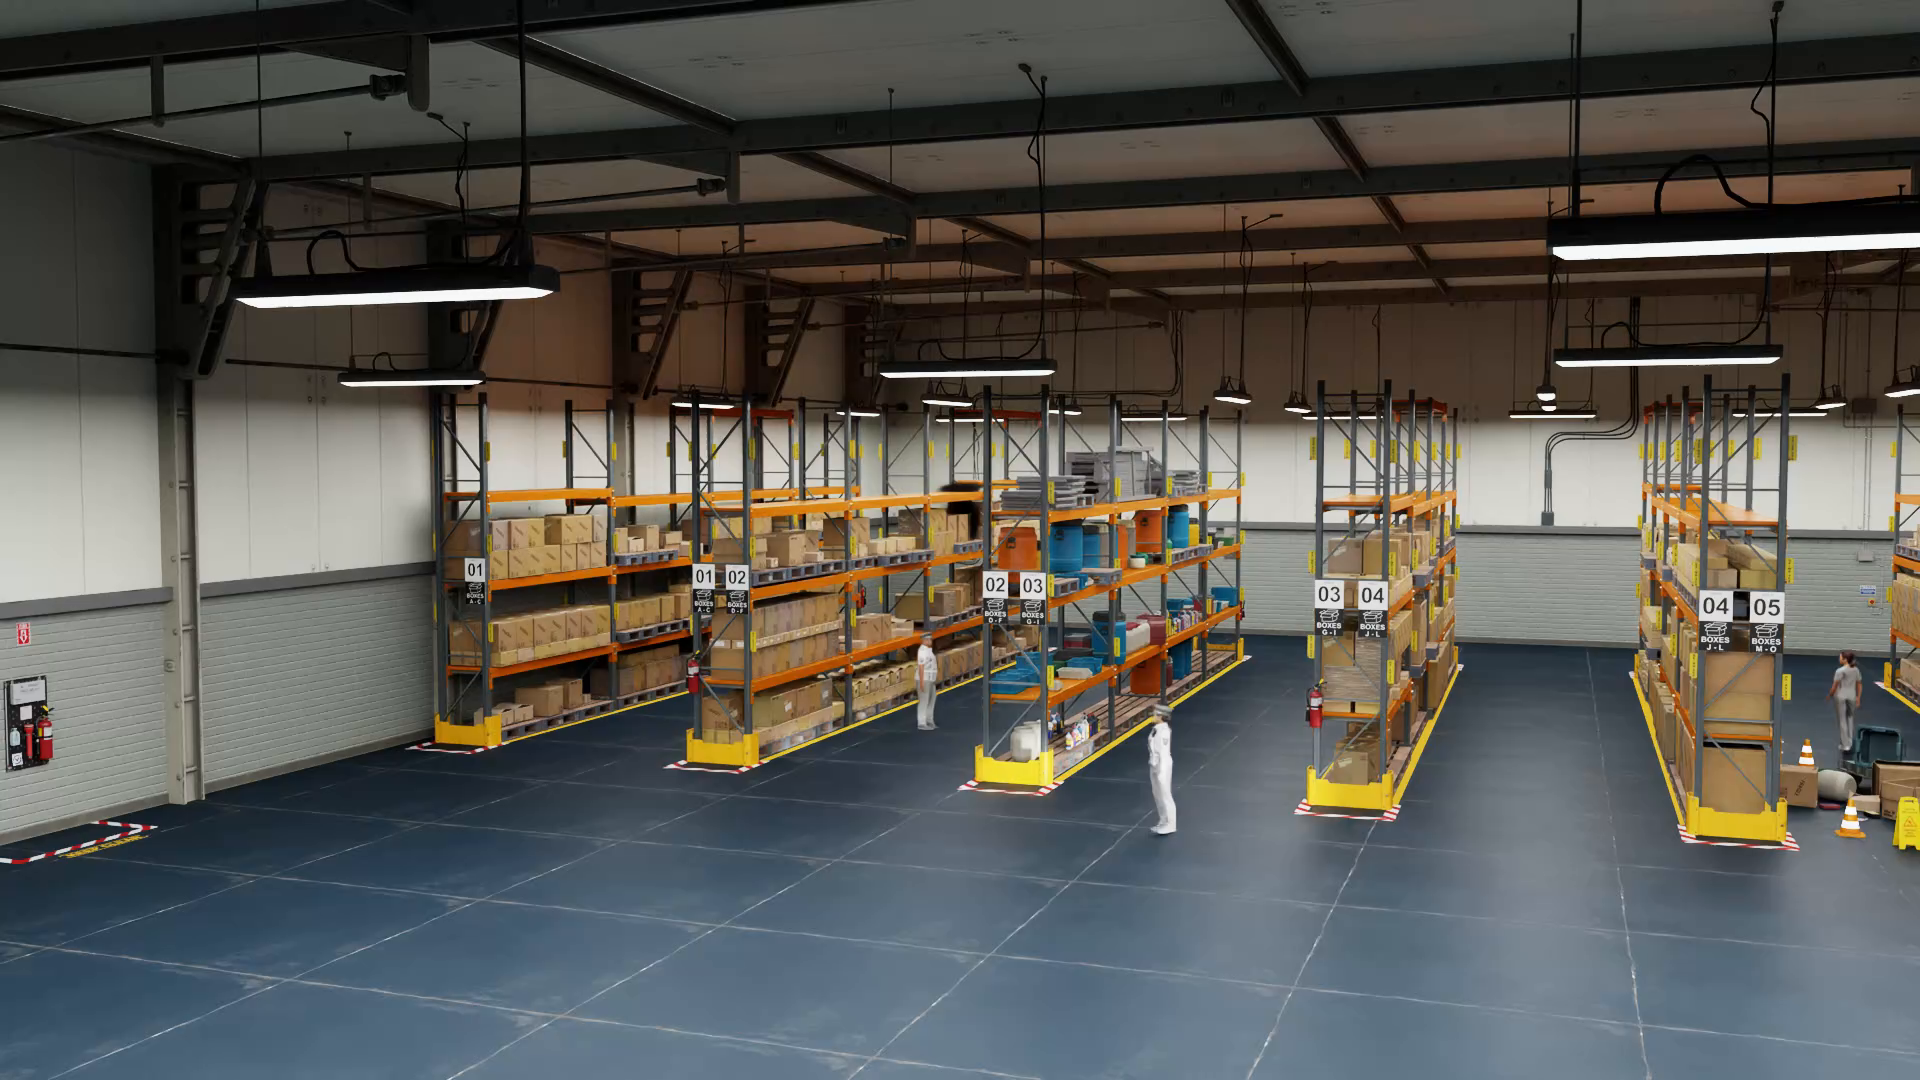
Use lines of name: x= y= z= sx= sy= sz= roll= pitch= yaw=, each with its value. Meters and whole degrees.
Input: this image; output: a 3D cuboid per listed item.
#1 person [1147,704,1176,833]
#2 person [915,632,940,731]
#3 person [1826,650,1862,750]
person: x=2.631 y=3.010 z=21.822 sx=0.378 sy=1.721 sz=0.591 roll=0 pitch=3 yaw=-9
person: x=-0.600 y=2.557 z=29.950 sx=0.420 sy=1.819 sz=0.608 roll=1 pitch=3 yaw=12
person: x=14.770 y=2.683 z=27.769 sx=0.515 sy=1.693 sz=0.676 roll=1 pitch=3 yaw=14
